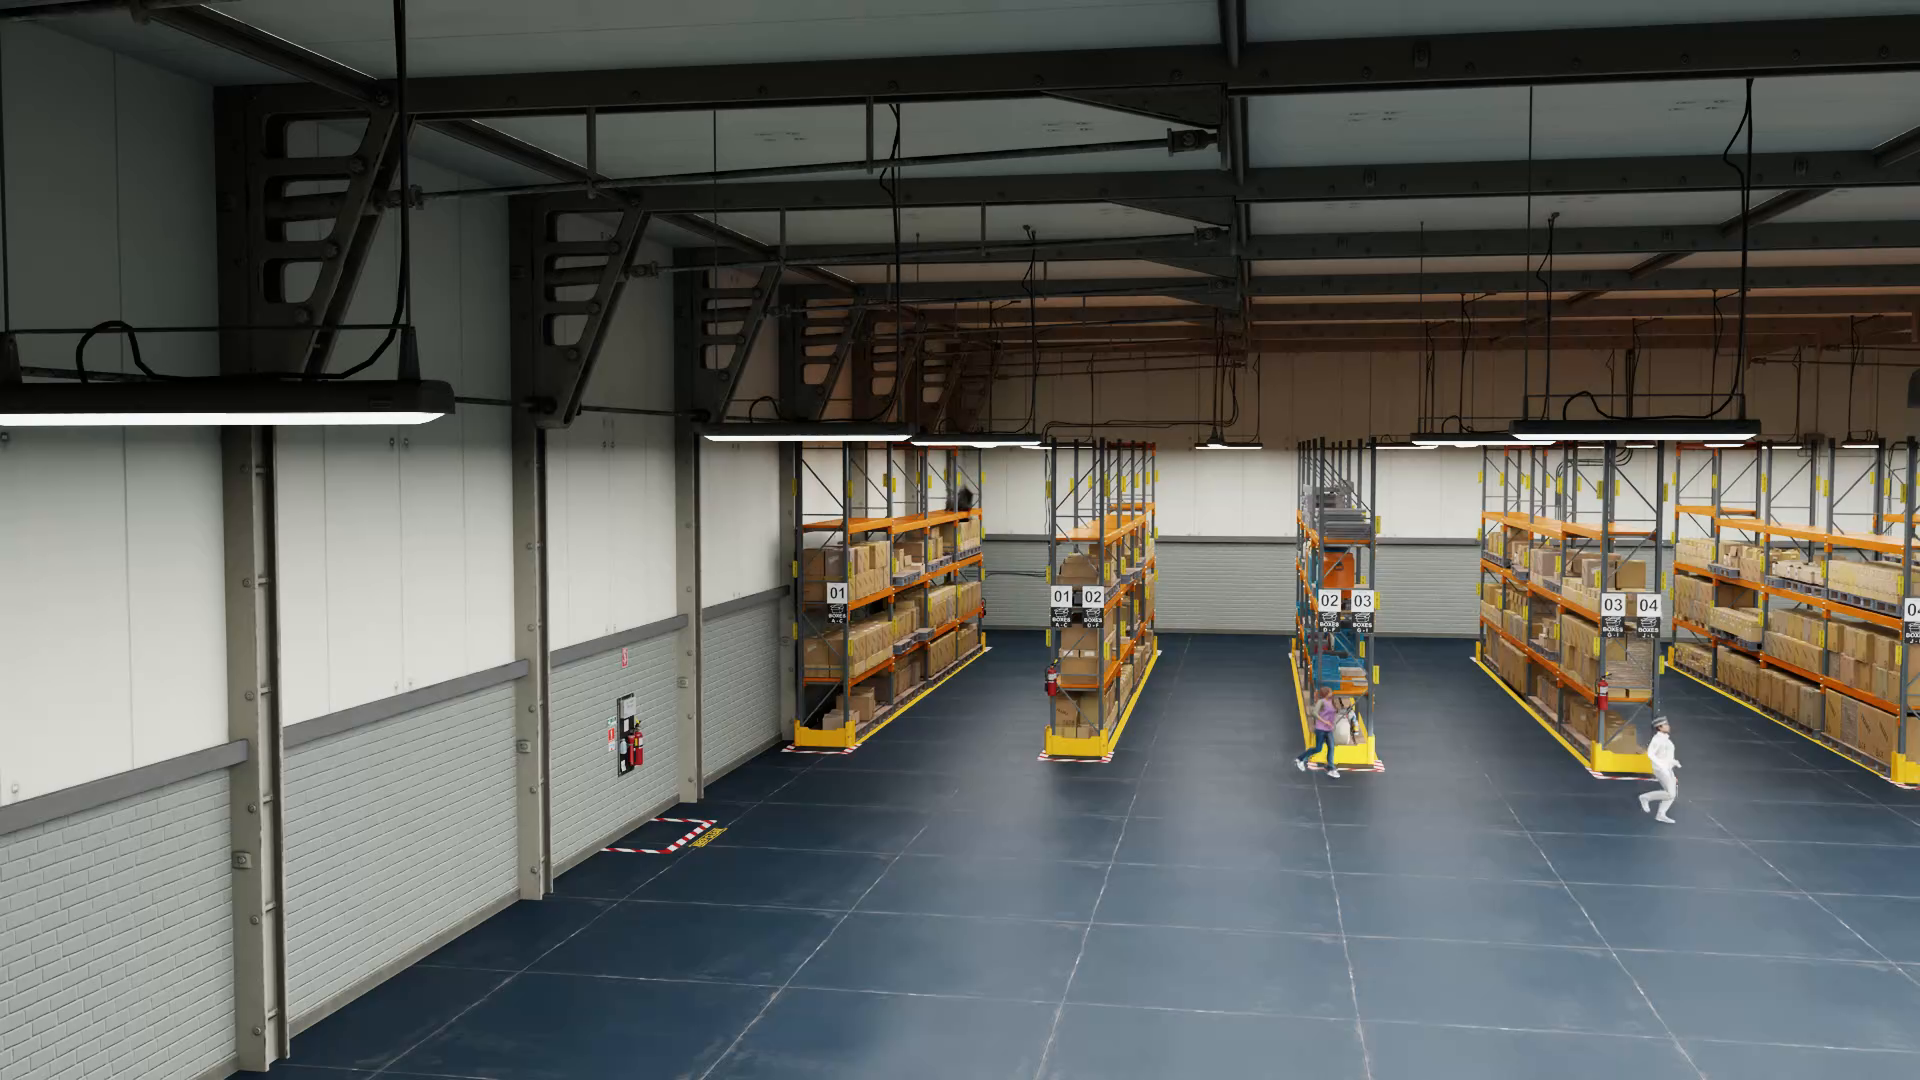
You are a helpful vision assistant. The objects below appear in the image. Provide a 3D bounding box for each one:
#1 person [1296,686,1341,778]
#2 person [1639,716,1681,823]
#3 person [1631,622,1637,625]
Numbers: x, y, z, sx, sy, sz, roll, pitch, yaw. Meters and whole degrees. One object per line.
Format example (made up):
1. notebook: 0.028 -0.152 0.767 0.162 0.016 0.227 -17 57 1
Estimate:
1. person: 6.458 3.369 29.458 0.868 1.560 0.602 3 4 44
2. person: 10.838 3.538 25.746 0.555 1.657 0.615 2 4 36
3. person: 18.185 2.477 45.364 0.532 1.702 0.715 -2 4 -38
